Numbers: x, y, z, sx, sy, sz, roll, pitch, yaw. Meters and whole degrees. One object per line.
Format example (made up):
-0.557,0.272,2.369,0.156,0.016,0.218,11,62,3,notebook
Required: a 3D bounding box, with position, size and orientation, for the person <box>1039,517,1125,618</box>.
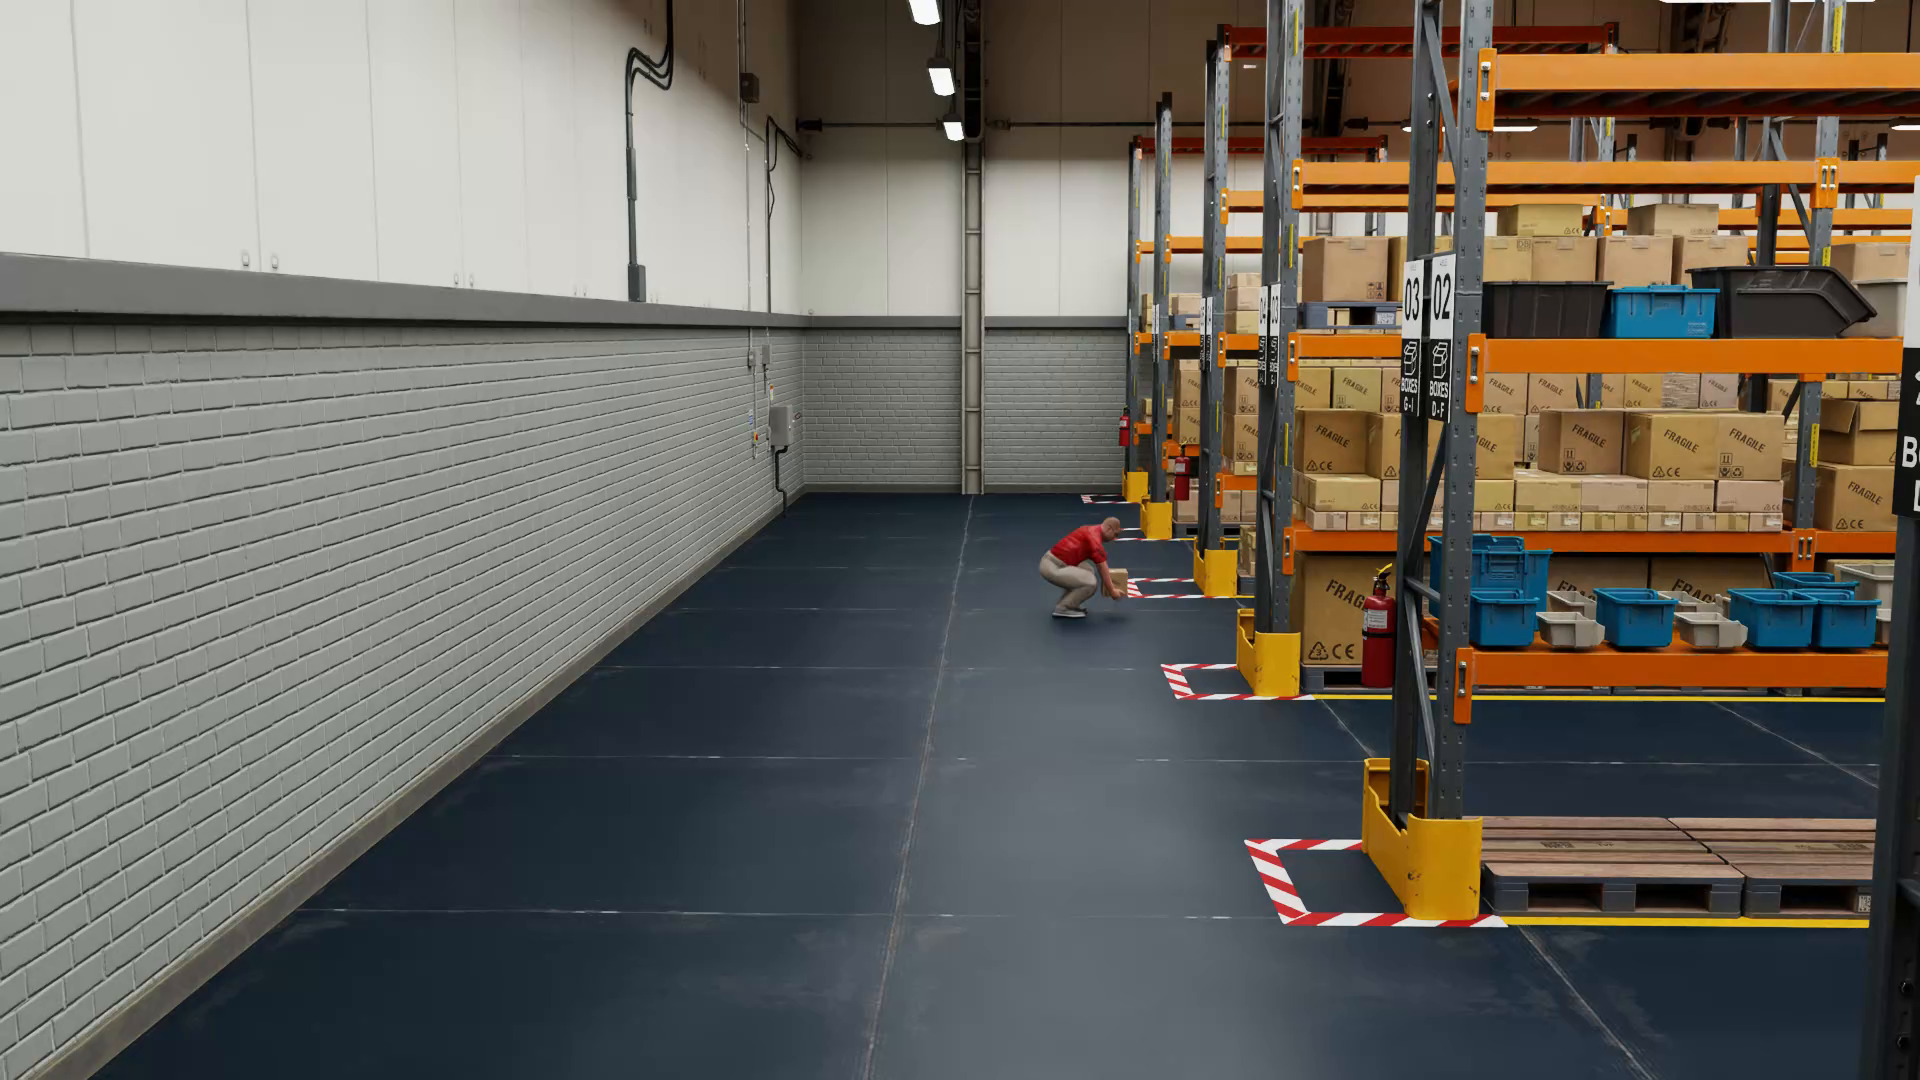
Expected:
1.222,0.271,16.700,0.866,0.990,0.537,0,7,0,person
